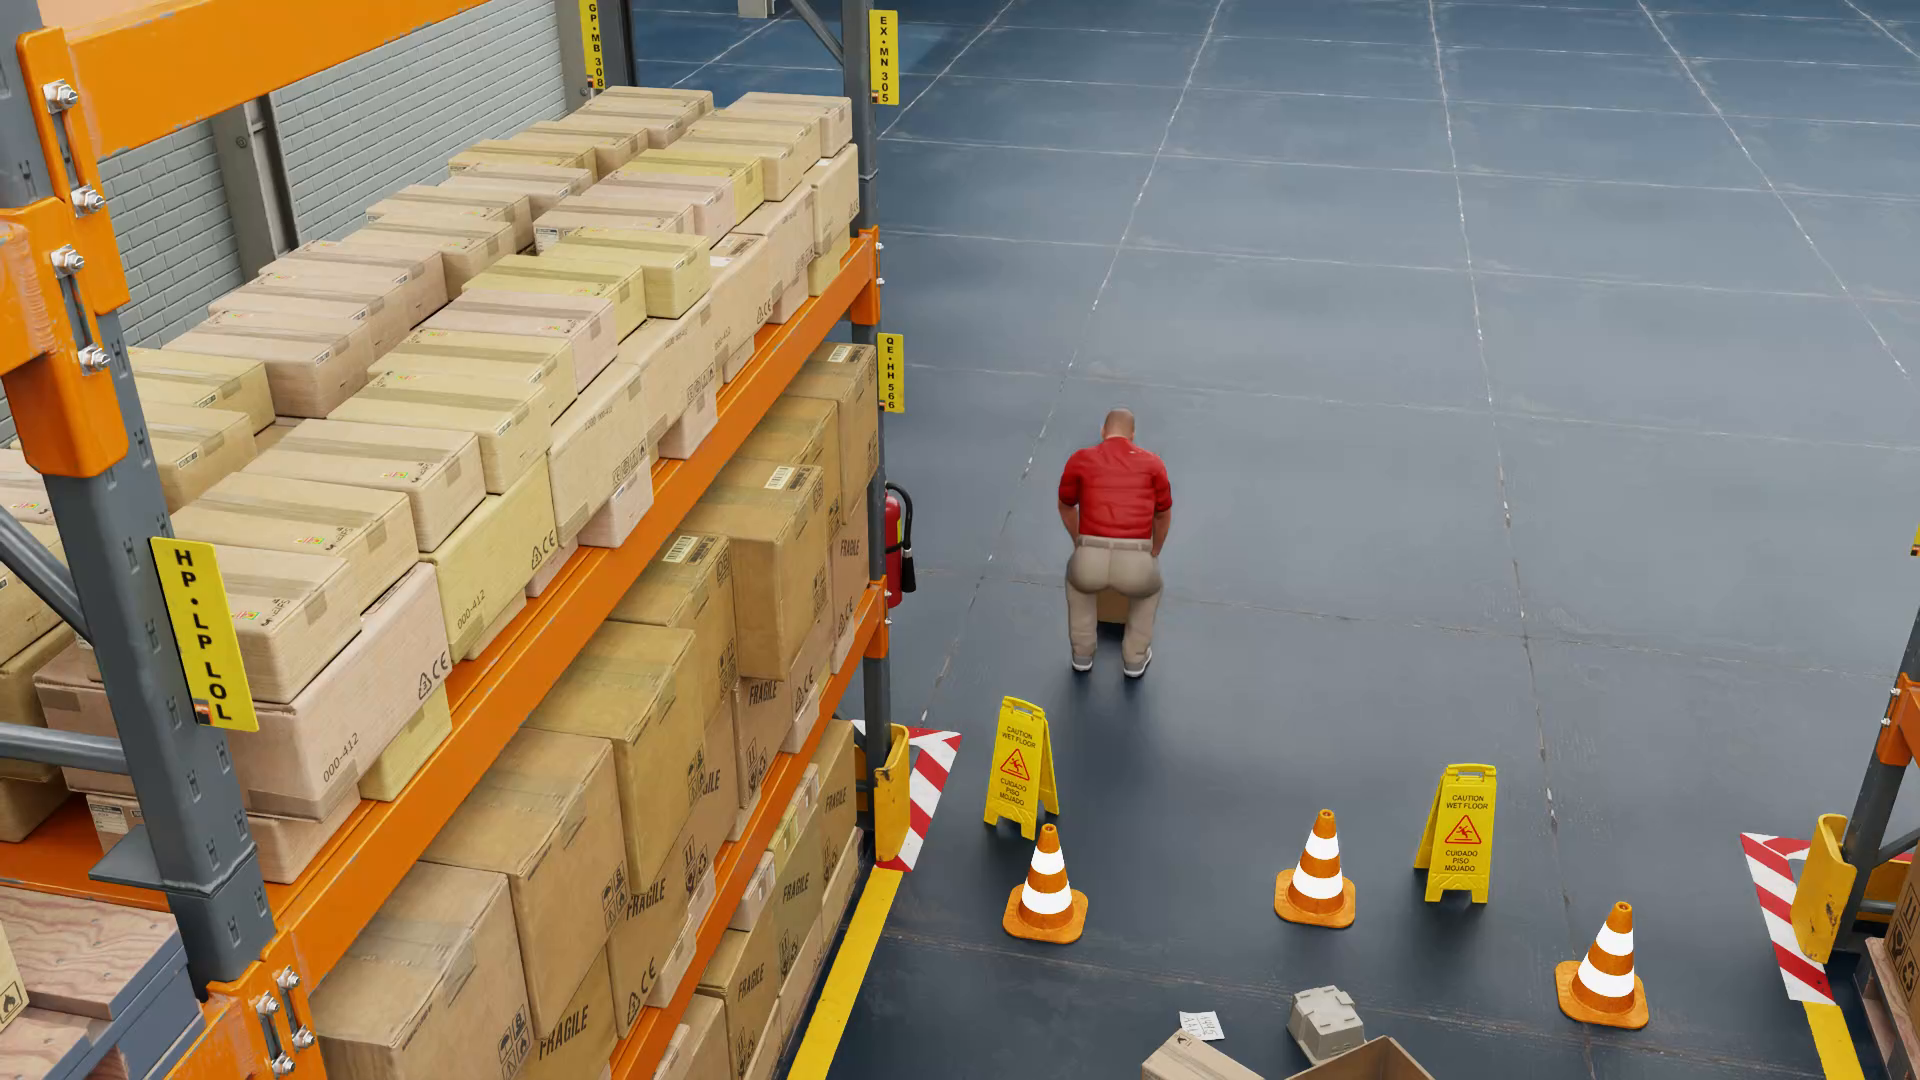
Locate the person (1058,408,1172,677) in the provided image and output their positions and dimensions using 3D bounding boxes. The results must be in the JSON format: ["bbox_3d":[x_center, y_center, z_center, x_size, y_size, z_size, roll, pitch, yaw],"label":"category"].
[{"bbox_3d":[0.769,0.036,8.542,0.588,1.289,0.770,6,29,11],"label":"person"}]
